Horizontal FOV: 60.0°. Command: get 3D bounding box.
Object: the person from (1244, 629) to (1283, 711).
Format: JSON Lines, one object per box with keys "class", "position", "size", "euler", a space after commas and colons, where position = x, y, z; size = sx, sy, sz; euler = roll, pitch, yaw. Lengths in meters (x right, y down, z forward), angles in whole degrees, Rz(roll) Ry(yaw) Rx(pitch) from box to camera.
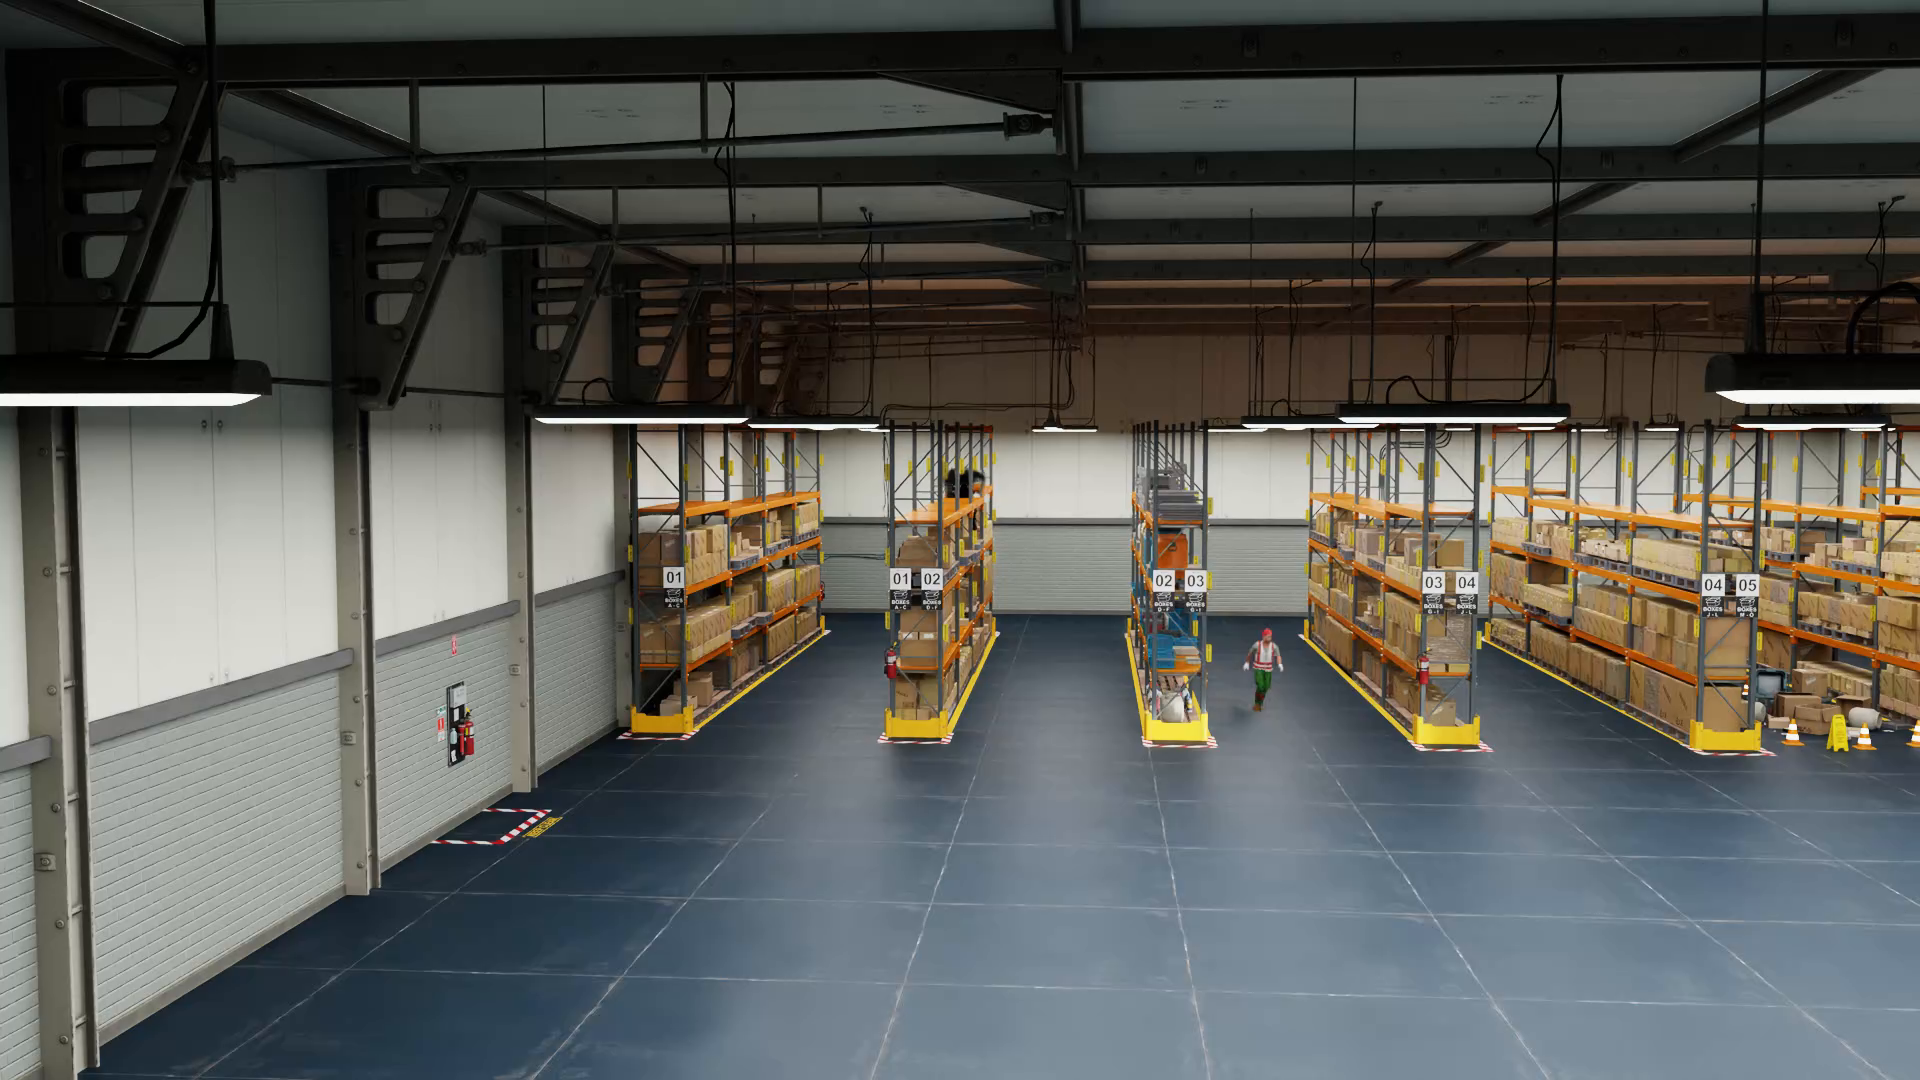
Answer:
{"class": "person", "position": [6.252, 2.677, 34.121], "size": [0.658, 1.726, 0.798], "euler": [-1, 4, -10]}
